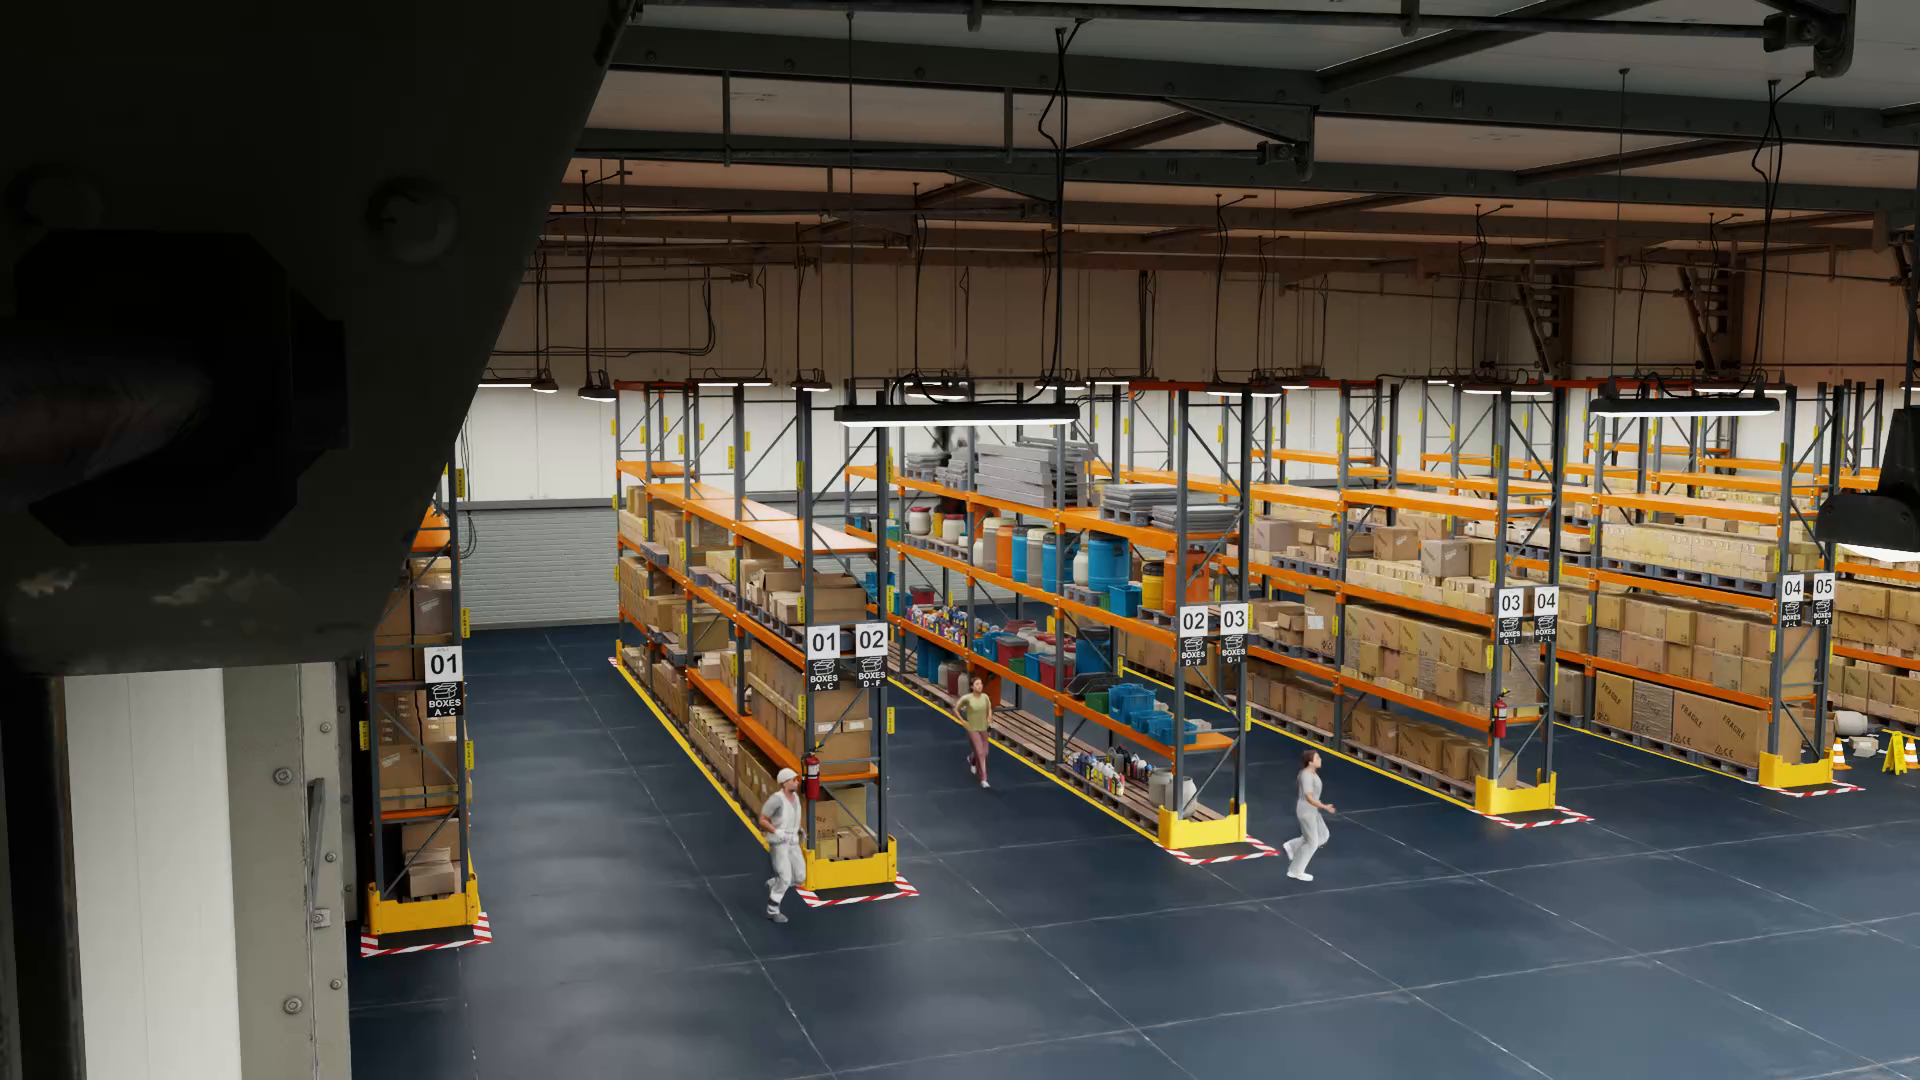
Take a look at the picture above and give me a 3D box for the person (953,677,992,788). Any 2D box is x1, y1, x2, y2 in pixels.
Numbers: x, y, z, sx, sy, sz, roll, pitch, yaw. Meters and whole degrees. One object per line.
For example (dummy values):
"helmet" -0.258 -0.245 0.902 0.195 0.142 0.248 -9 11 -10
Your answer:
"person" 0.229 2.869 25.080 0.609 1.637 0.783 -3 7 -26

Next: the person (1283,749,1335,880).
"person" 4.308 3.369 20.491 0.624 1.632 0.599 1 6 13

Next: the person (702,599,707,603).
"person" -5.412 1.677 36.113 0.549 1.695 0.737 3 7 23

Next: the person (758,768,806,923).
"person" -2.029 3.471 19.125 0.577 1.705 0.663 4 7 35
